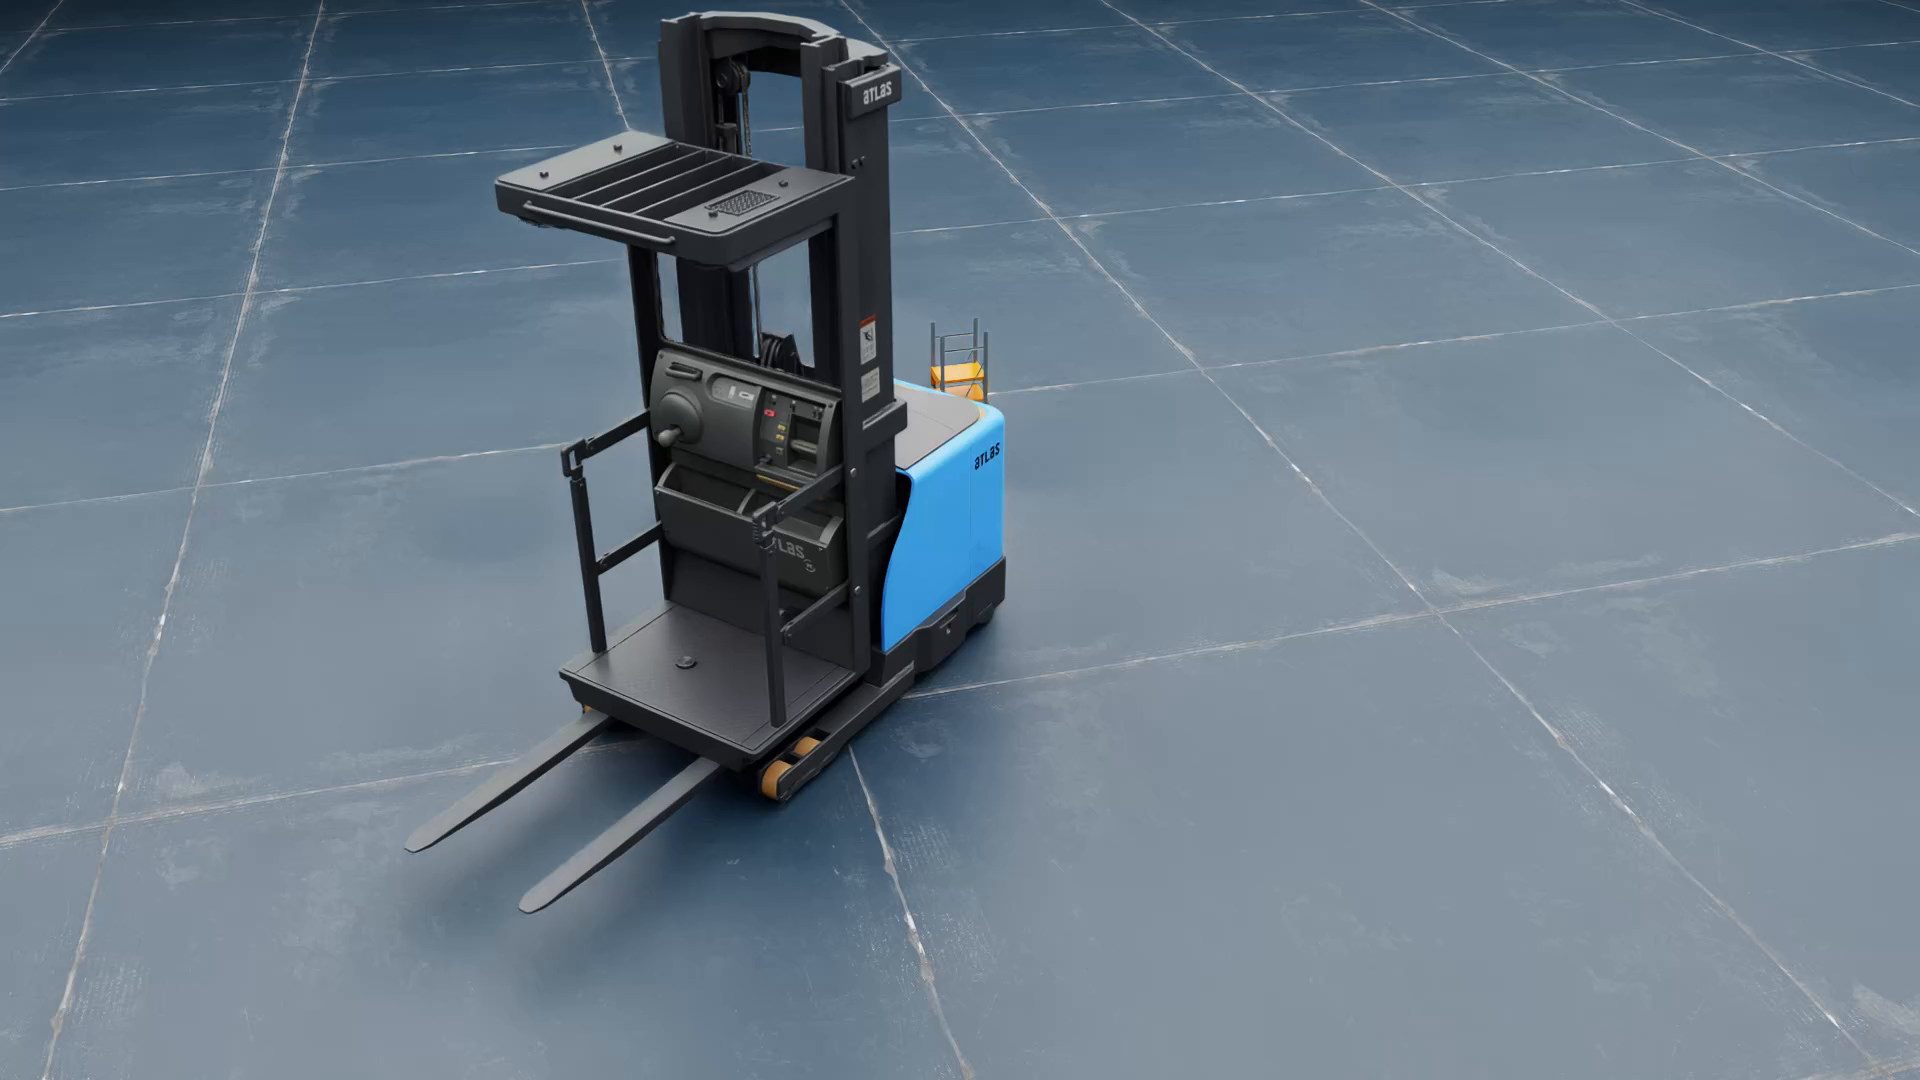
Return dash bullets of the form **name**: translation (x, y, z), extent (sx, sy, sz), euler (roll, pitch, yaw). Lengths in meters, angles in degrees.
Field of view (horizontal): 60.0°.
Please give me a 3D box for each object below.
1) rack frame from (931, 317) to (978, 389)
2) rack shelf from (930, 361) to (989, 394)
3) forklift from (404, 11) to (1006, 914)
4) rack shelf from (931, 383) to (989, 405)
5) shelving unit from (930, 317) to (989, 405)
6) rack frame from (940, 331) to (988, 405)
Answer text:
- **rack frame**: translation (-0.028, -0.570, 8.538), extent (0.240, 1.200, 0.006), euler (-8, 31, -13)
- **rack shelf**: translation (-0.004, -0.799, 8.303), extent (0.258, 0.103, 0.180), euler (-8, 31, -13)
- **forklift**: translation (-1.004, -0.457, 6.614), extent (1.130, 2.935, 3.031), euler (18, 35, 28)
- **rack shelf**: translation (-0.004, -0.696, 8.364), extent (0.258, 0.103, 0.180), euler (-8, 31, -13)
- **shelving unit**: translation (-0.004, -0.526, 8.462), extent (0.258, 1.200, 0.189), euler (-8, 31, -13)
- **rack frame**: translation (0.020, -0.482, 8.385), extent (0.240, 1.200, 0.006), euler (-8, 31, -13)
